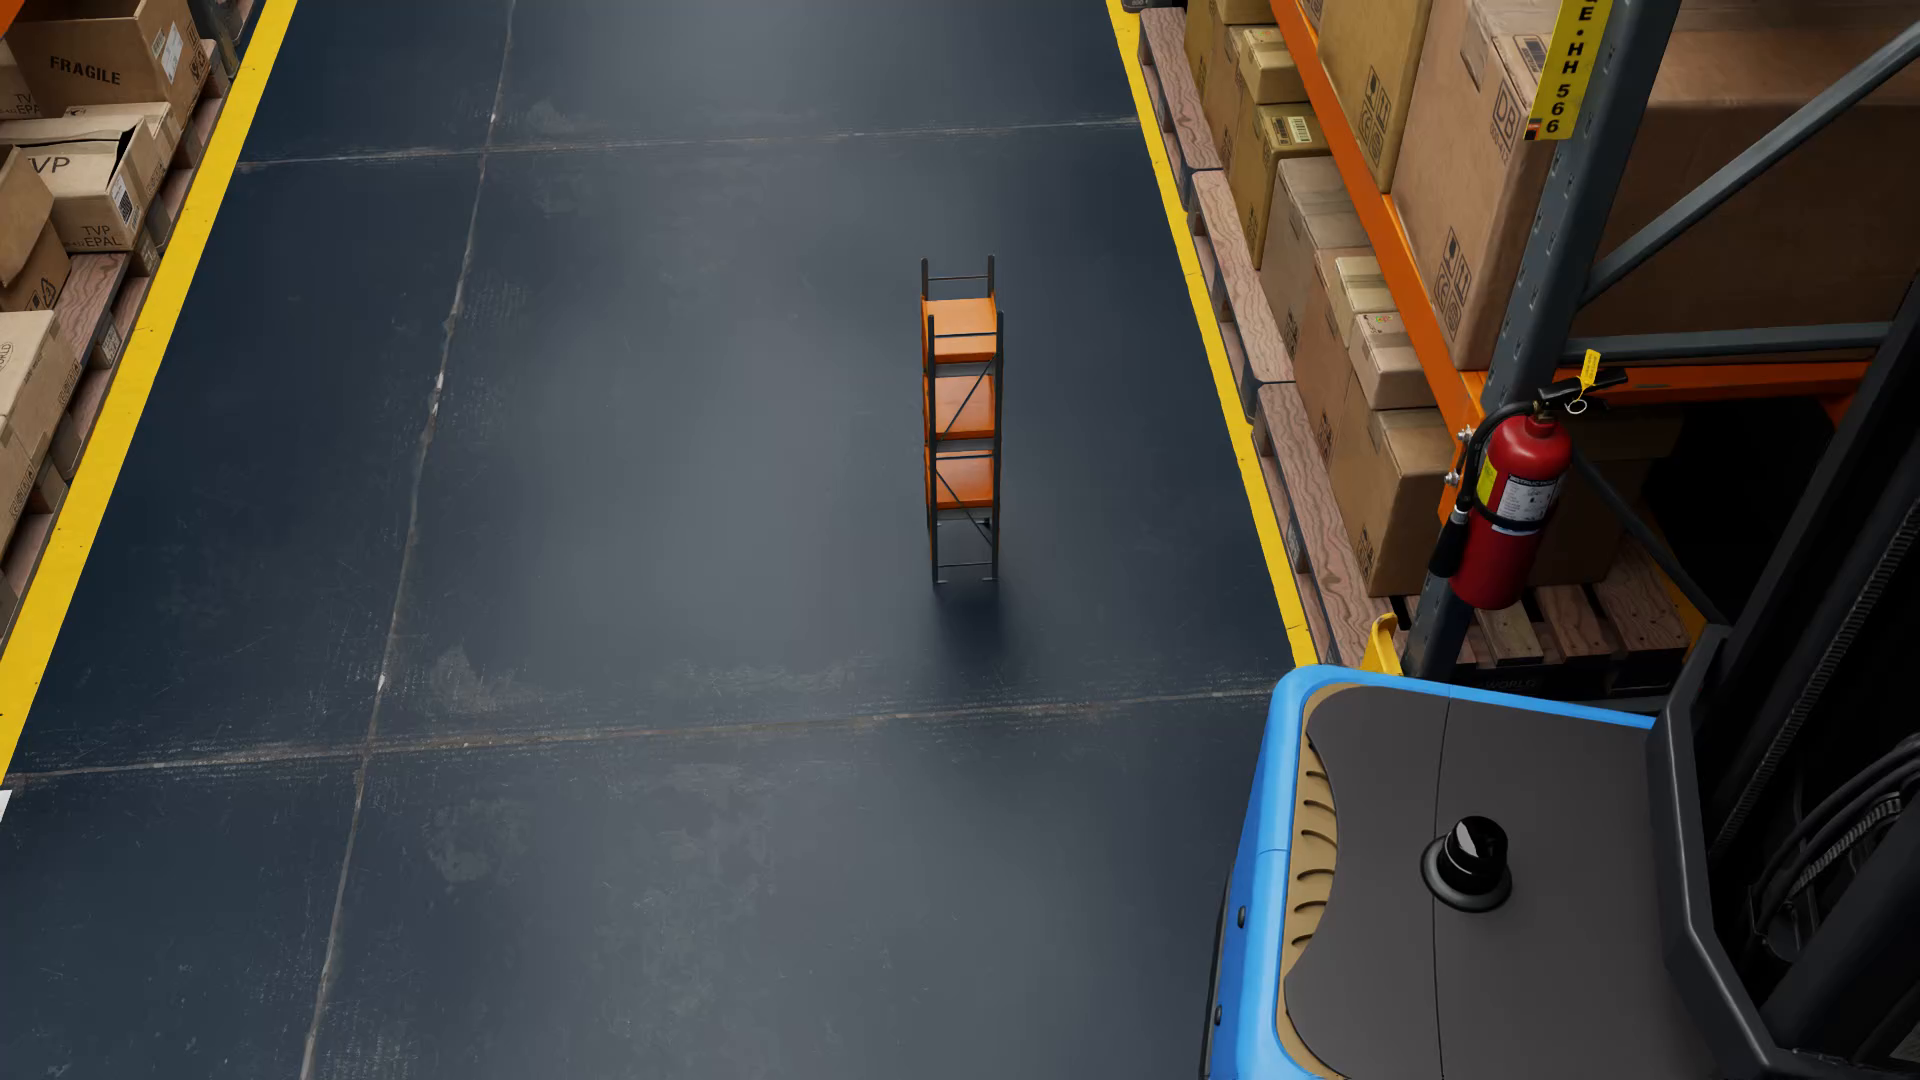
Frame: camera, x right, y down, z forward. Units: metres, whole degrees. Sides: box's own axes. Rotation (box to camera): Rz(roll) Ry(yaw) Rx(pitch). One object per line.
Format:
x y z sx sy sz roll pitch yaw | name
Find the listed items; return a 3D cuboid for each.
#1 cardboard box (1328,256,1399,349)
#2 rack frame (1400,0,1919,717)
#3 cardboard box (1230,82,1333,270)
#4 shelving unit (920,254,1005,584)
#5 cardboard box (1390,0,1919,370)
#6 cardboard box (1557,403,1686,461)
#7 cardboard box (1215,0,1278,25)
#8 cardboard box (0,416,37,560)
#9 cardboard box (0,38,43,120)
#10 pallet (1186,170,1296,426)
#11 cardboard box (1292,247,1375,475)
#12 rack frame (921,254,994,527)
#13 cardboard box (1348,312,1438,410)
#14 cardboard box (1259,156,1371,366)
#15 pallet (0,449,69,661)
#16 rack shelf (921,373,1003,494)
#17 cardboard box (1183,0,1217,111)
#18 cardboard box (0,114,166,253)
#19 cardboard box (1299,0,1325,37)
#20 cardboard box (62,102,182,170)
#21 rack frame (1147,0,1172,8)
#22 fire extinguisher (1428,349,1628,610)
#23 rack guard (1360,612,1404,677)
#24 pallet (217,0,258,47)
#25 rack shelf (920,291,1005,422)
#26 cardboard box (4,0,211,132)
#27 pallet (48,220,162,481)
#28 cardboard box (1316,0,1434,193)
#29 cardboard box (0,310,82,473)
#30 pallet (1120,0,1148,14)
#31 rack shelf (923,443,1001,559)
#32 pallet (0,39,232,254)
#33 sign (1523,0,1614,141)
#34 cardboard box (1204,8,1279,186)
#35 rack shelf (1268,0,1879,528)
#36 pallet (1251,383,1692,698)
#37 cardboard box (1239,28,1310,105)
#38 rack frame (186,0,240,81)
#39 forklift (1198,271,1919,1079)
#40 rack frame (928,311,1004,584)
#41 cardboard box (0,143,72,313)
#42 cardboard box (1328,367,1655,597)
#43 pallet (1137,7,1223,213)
1.292 -0.695 4.828 0.380 0.149 0.250 -2 47 -2 | cardboard box
1.665 -0.420 3.582 1.000 3.000 0.127 -3 47 -3 | rack frame
1.370 -1.316 5.863 0.700 0.500 0.500 -3 47 -2 | cardboard box
0.004 -0.322 4.832 0.215 1.050 0.252 -3 47 -3 | shelving unit
1.612 -0.891 3.822 0.980 0.700 0.700 -2 47 -1 | cardboard box
1.716 -0.350 4.501 0.380 0.149 0.250 -3 47 -3 | cardboard box
1.137 -2.016 6.079 0.380 0.149 0.250 -2 47 -2 | cardboard box
-3.076 -0.094 4.864 0.500 0.250 0.500 -3 47 -3 | cardboard box
-3.787 -1.920 6.551 0.500 0.311 0.500 -3 47 -3 | cardboard box
1.421 -0.915 5.971 1.003 0.211 1.213 -3 47 -3 | pallet
1.464 -0.567 5.153 0.700 0.500 0.500 -4 47 -3 | cardboard box
-0.006 -0.411 4.916 0.200 1.050 0.008 -3 47 -3 | rack frame
1.314 -0.510 4.653 0.380 0.149 0.250 -4 47 -4 | cardboard box
1.422 -0.931 5.498 0.700 0.500 0.500 -5 47 -5 | cardboard box
-3.345 0.211 4.905 1.003 0.211 1.213 -3 47 -3 | pallet
0.004 -0.315 4.840 0.215 0.259 0.240 -3 47 -3 | rack shelf
1.290 -2.051 6.559 0.700 0.500 0.500 -3 47 -3 | cardboard box
-3.213 -1.299 5.963 0.500 0.311 0.500 -3 47 -3 | cardboard box
1.485 -1.969 4.842 0.980 0.700 0.700 -6 47 -5 | cardboard box
-3.185 -1.518 6.283 0.380 0.149 0.250 -3 47 -3 | cardboard box
1.330 -3.314 6.322 1.000 3.000 0.127 -3 47 -3 | rack frame
1.217 -0.128 3.615 0.296 0.674 0.183 -3 47 -3 | fire extinguisher
1.667 0.457 4.473 1.175 0.500 0.348 -3 47 -3 | rack guard
-3.712 -2.637 7.602 1.003 0.211 1.213 -3 47 -3 | pallet
0.004 -0.510 4.634 0.215 0.259 0.240 -3 47 -3 | rack shelf
-3.276 -1.907 6.409 0.500 0.500 0.500 -3 47 -3 | cardboard box
-3.444 -0.669 5.739 1.003 0.211 1.213 -3 47 -3 | pallet
1.540 -1.417 4.319 0.980 0.700 0.700 -4 47 -4 | cardboard box
-3.118 -0.456 5.207 0.500 0.250 0.500 -3 47 -3 | cardboard box
1.190 -2.909 7.859 1.003 0.211 1.213 -3 47 -3 | pallet
0.004 -0.124 5.042 0.215 0.259 0.240 -3 47 -3 | rack shelf
-3.550 -1.554 6.577 1.003 0.211 1.213 -3 47 -3 | pallet
1.123 -0.876 3.054 0.100 0.325 0.005 -3 47 -3 | sign
1.329 -1.688 6.215 0.700 0.500 0.500 -4 47 -4 | cardboard box
1.497 -1.619 5.213 1.077 0.370 4.000 -3 47 -3 | rack shelf
1.520 -0.035 5.137 1.003 0.211 1.213 -3 47 -3 | pallet
1.181 -1.638 5.721 0.380 0.149 0.250 -5 47 -4 | cardboard box
-3.606 -3.010 6.035 1.000 3.000 0.127 -3 47 -3 | rack frame
2.046 0.549 2.712 3.031 2.935 1.130 9 47 8 | forklift
0.015 -0.234 4.749 0.200 1.050 0.008 -3 47 -3 | rack frame
-3.444 -0.944 5.494 0.797 0.503 0.637 -3 47 -3 | cardboard box
1.506 -0.205 4.811 0.700 0.500 0.500 -3 47 -3 | cardboard box
1.315 -1.800 6.809 1.003 0.211 1.213 -3 47 -3 | pallet
